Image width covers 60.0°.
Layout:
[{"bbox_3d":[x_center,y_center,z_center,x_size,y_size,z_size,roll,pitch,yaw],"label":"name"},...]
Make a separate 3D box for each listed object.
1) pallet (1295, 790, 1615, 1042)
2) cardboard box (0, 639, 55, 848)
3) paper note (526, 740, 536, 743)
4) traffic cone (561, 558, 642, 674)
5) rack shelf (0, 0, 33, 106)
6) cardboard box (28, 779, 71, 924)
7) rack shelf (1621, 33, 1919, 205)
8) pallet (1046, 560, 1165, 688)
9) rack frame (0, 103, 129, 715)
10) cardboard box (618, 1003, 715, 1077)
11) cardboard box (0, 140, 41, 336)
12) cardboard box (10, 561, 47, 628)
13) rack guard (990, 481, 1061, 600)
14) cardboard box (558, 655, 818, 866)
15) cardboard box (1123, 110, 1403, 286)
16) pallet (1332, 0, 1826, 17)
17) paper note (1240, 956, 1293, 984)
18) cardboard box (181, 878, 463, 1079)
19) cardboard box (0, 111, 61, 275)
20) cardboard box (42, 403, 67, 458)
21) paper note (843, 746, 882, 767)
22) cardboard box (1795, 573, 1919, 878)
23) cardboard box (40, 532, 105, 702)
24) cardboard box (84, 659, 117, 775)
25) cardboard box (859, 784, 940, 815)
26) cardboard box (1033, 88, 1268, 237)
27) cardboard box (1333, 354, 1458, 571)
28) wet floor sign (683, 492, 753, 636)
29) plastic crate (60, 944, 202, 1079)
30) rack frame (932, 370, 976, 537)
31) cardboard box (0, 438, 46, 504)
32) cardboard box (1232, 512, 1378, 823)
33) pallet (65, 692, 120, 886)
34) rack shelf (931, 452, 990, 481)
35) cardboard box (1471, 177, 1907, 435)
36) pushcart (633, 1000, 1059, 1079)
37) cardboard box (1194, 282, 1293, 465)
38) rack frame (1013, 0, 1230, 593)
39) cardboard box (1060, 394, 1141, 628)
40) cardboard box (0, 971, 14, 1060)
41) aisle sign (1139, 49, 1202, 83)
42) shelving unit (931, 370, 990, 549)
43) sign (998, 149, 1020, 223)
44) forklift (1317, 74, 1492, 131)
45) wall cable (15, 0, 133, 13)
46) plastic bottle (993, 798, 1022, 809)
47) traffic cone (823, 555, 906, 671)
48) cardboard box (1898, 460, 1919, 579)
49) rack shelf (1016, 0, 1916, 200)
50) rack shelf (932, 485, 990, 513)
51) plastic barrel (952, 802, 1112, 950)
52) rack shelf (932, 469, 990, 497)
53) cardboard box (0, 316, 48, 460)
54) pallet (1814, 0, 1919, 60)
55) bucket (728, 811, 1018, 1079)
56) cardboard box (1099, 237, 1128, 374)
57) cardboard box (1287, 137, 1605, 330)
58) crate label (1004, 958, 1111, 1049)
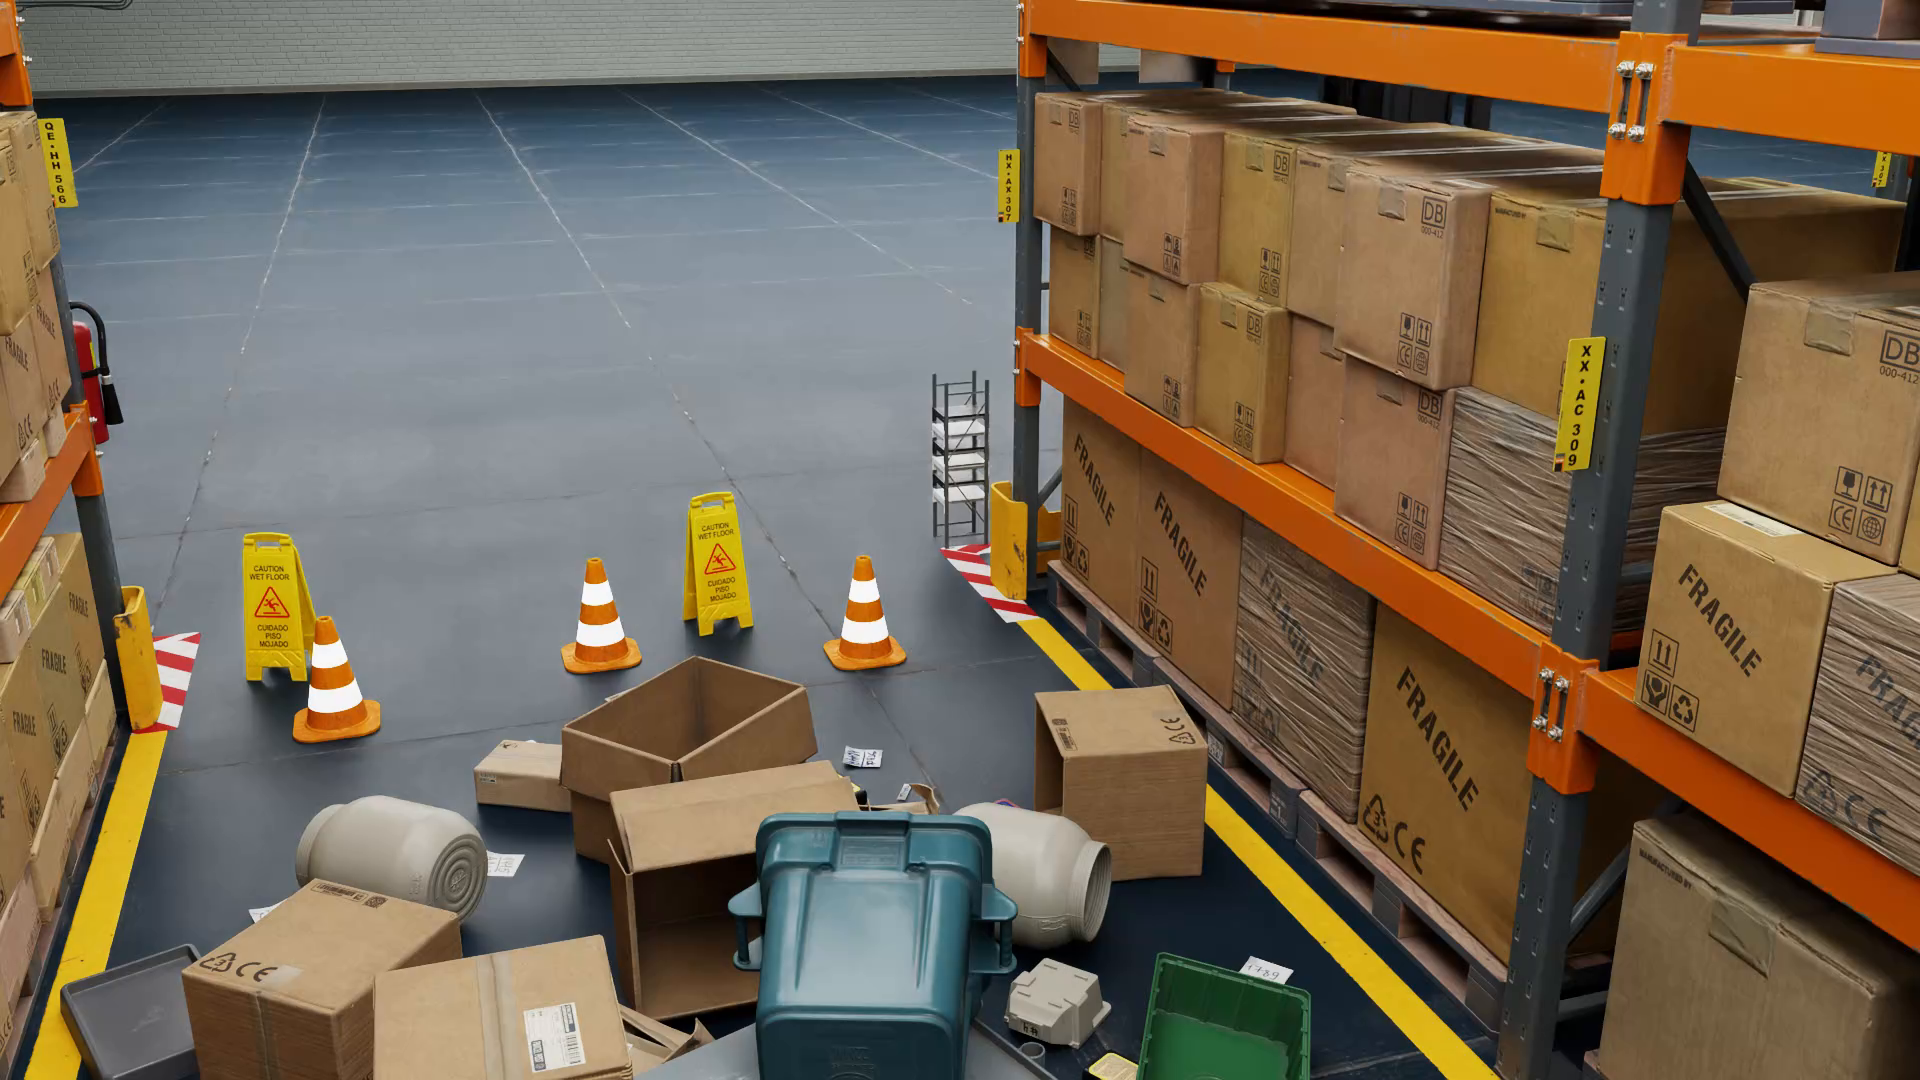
[{"bbox_3d":[1.844,1.122,5.480,1.003,0.211,1.213,-6,21,-17],"label":"pallet"},{"bbox_3d":[-3.098,0.640,5.036,0.500,0.500,0.500,-7,21,-18],"label":"cardboard box"},{"bbox_3d":[-1.729,0.826,6.572,0.148,0.019,0.142,-15,25,-36],"label":"paper note"},{"bbox_3d":[-1.610,0.305,7.384,0.336,0.463,0.334,-6,21,-17],"label":"traffic cone"},{"bbox_3d":[-3.288,-1.095,4.153,1.077,0.370,4.000,-6,21,-17],"label":"rack shelf"},{"bbox_3d":[-3.082,0.998,5.146,0.500,0.250,0.500,-7,21,-19],"label":"cardboard box"},{"bbox_3d":[2.637,-0.369,2.134,1.077,0.370,4.000,-6,21,-17],"label":"rack shelf"},{"bbox_3d":[1.077,0.339,7.660,1.003,0.211,1.213,-6,21,-17],"label":"pallet"},{"bbox_3d":[-3.916,-0.663,6.326,1.000,3.000,0.127,-6,21,-17],"label":"rack frame"},{"bbox_3d":[-0.878,1.418,4.577,0.396,0.266,0.258,12,23,30],"label":"cardboard box"},{"bbox_3d":[-3.138,-0.864,4.818,0.700,0.500,0.500,-7,21,-18],"label":"cardboard box"},{"bbox_3d":[-3.162,0.196,5.311,0.380,0.149,0.250,-6,21,-16],"label":"cardboard box"},{"bbox_3d":[0.744,-0.053,8.324,1.175,0.500,0.348,-6,21,-17],"label":"rack guard"},{"bbox_3d":[-0.961,0.806,5.927,0.637,0.503,0.797,12,23,30],"label":"cardboard box"},{"bbox_3d":[1.138,-1.316,6.325,0.875,0.550,0.550,-6,21,-17],"label":"cardboard box"},{"bbox_3d":[1.761,-1.572,4.548,1.003,0.211,1.213,-6,21,-17],"label":"pallet"},{"bbox_3d":[0.937,1.340,5.141,0.142,0.020,0.147,12,23,30],"label":"paper note"},{"bbox_3d":[-1.704,1.307,4.534,0.500,0.500,0.500,8,21,20],"label":"cardboard box"},{"bbox_3d":[-3.548,-1.180,5.698,0.700,0.500,0.500,-7,21,-19],"label":"cardboard box"},{"bbox_3d":[-3.411,-0.378,5.904,0.380,0.149,0.250,-7,21,-18],"label":"cardboard box"},{"bbox_3d":[-0.381,0.847,6.516,0.144,0.017,0.142,1,20,2],"label":"paper note"},{"bbox_3d":[2.078,0.374,3.289,0.500,0.500,0.500,-6,21,-17],"label":"cardboard box"},{"bbox_3d":[-3.417,0.310,5.954,0.500,0.500,0.500,-6,21,-17],"label":"cardboard box"},{"bbox_3d":[-3.399,0.672,6.055,0.500,0.250,0.500,-6,21,-17],"label":"cardboard box"},{"bbox_3d":[-0.280,0.993,5.759,0.396,0.266,0.258,-3,20,-8],"label":"cardboard box"},{"bbox_3d":[0.831,-1.677,7.329,0.875,0.550,0.550,-6,21,-17],"label":"cardboard box"},{"bbox_3d":[1.687,-0.300,5.092,0.875,0.550,0.550,-6,21,-17],"label":"cardboard box"},{"bbox_3d":[-1.138,0.088,7.718,0.267,0.644,0.232,-10,22,-27],"label":"wet floor sign"},{"bbox_3d":[-2.374,1.404,4.891,0.402,0.080,0.583,-15,25,-36],"label":"plastic crate"},{"bbox_3d":[-0.029,-0.454,8.848,0.240,0.900,0.006,-6,21,-17],"label":"rack frame"},{"bbox_3d":[-3.241,-0.214,5.447,0.380,0.149,0.250,-6,21,-16],"label":"cardboard box"},{"bbox_3d":[1.590,0.366,5.981,0.875,0.875,0.875,-6,21,-17],"label":"cardboard box"},{"bbox_3d":[-3.671,0.938,5.993,1.003,0.211,1.213,-6,21,-17],"label":"pallet"},{"bbox_3d":[0.002,-0.390,8.769,0.258,0.077,0.200,-6,21,-17],"label":"rack shelf"},{"bbox_3d":[1.925,-0.639,4.438,0.875,0.550,0.550,-6,21,-17],"label":"cardboard box"},{"bbox_3d":[-0.510,1.596,3.914,1.648,0.377,0.936,-15,25,-36],"label":"pushcart"},{"bbox_3d":[1.367,-0.645,6.053,0.875,0.550,0.500,-6,21,-17],"label":"cardboard box"},{"bbox_3d":[0.751,-1.222,7.880,1.000,3.000,0.127,-6,21,-17],"label":"rack frame"},{"bbox_3d":[1.027,-0.209,7.582,0.875,0.875,0.875,-6,21,-17],"label":"cardboard box"},{"bbox_3d":[-2.767,1.329,4.226,0.500,0.250,0.500,-5,20,-14],"label":"cardboard box"},{"bbox_3d":[1.014,-2.500,7.593,0.394,0.787,0.004,-6,21,-17],"label":"aisle sign"},{"bbox_3d":[0.002,-0.421,8.757,0.258,0.900,0.210,-6,21,-17],"label":"shelving unit"},{"bbox_3d":[0.222,-1.609,7.562,0.100,0.325,0.005,-6,21,-17],"label":"sign"},{"bbox_3d":[2.787,-1.716,9.358,3.031,2.935,1.130,-5,20,-15],"label":"forklift"},{"bbox_3d":[-18.364,-11.891,33.302,3.097,2.526,0.112,-6,21,-17],"label":"wall cable"},{"bbox_3d":[0.091,1.018,5.991,0.283,0.061,0.133,-15,25,-36],"label":"plastic bottle"},{"bbox_3d":[-0.430,0.294,7.414,0.336,0.463,0.334,-6,21,-17],"label":"traffic cone"},{"bbox_3d":[2.334,-0.132,3.220,0.700,0.500,0.500,-7,21,-18],"label":"cardboard box"},{"bbox_3d":[1.380,-1.653,5.708,1.077,0.370,4.000,-6,21,-17],"label":"rack shelf"},{"bbox_3d":[0.003,-0.220,8.829,0.258,0.077,0.200,-6,21,-17],"label":"rack shelf"},{"bbox_3d":[0.196,1.073,5.302,0.512,0.421,0.421,8,21,20],"label":"plastic barrel"},{"bbox_3d":[0.003,-0.305,8.799,0.258,0.077,0.200,-6,21,-17],"label":"rack shelf"},{"bbox_3d":[-3.331,-0.544,5.406,0.500,0.500,0.500,-6,21,-17],"label":"cardboard box"},{"bbox_3d":[2.343,-0.971,3.027,0.805,0.209,1.217,-7,21,-19],"label":"pallet"},{"bbox_3d":[-0.223,1.089,4.042,0.726,0.611,0.620,1,30,2],"label":"bucket"},{"bbox_3d":[1.104,-1.004,7.052,0.875,0.550,0.550,-6,21,-17],"label":"cardboard box"},{"bbox_3d":[1.603,-0.991,5.418,0.875,0.550,0.550,-6,21,-17],"label":"cardboard box"},{"bbox_3d":[0.277,1.365,4.914,0.250,0.136,0.298,12,23,30],"label":"crate label"}]
